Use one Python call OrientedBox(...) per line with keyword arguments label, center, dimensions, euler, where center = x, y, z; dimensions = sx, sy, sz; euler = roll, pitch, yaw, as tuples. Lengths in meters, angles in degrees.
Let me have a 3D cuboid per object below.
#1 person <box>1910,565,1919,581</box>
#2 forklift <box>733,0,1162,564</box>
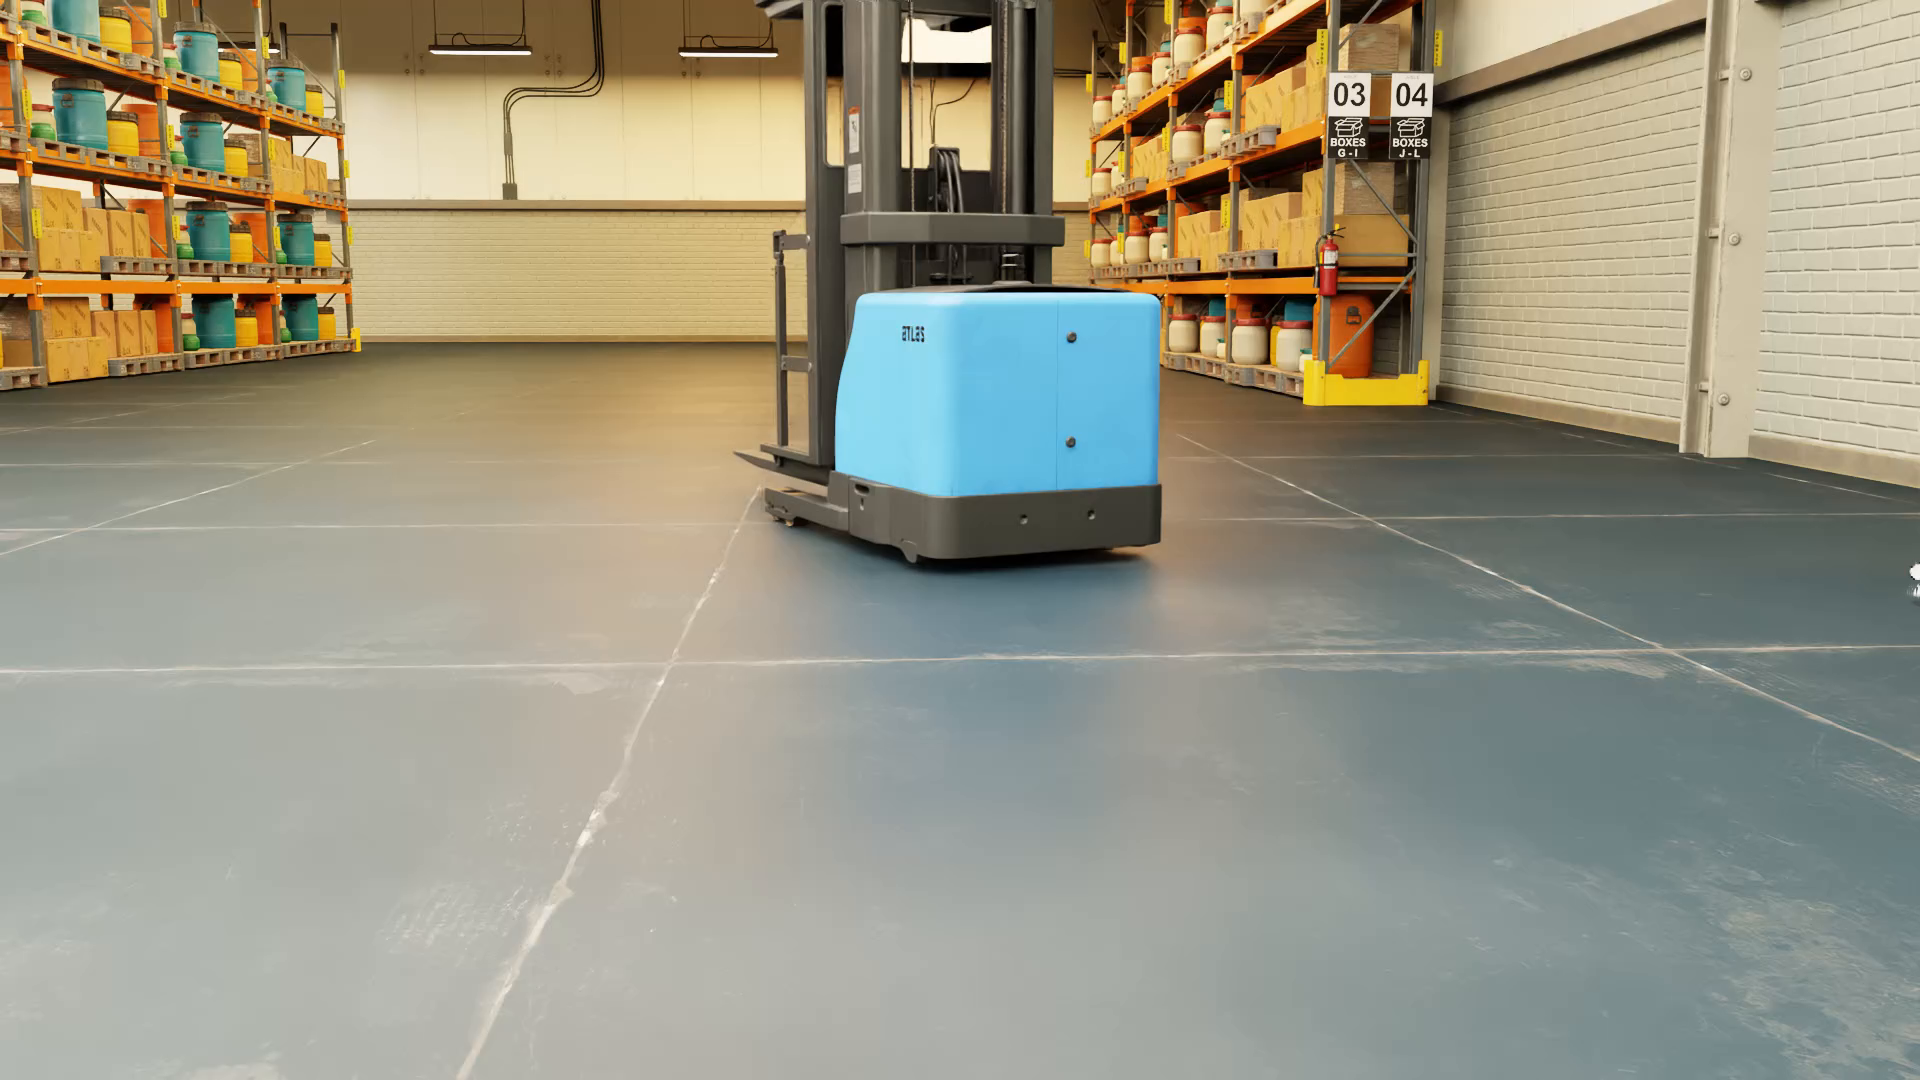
OrientedBox(label="person", center=(3.669, -0.638, 5.938), dimensions=(0.375, 1.667, 0.612), euler=(3, 9, 20))
OrientedBox(label="forklift", center=(-0.275, -1.534, 7.659), dimensions=(1.130, 2.935, 3.031), euler=(-4, 9, -25))
